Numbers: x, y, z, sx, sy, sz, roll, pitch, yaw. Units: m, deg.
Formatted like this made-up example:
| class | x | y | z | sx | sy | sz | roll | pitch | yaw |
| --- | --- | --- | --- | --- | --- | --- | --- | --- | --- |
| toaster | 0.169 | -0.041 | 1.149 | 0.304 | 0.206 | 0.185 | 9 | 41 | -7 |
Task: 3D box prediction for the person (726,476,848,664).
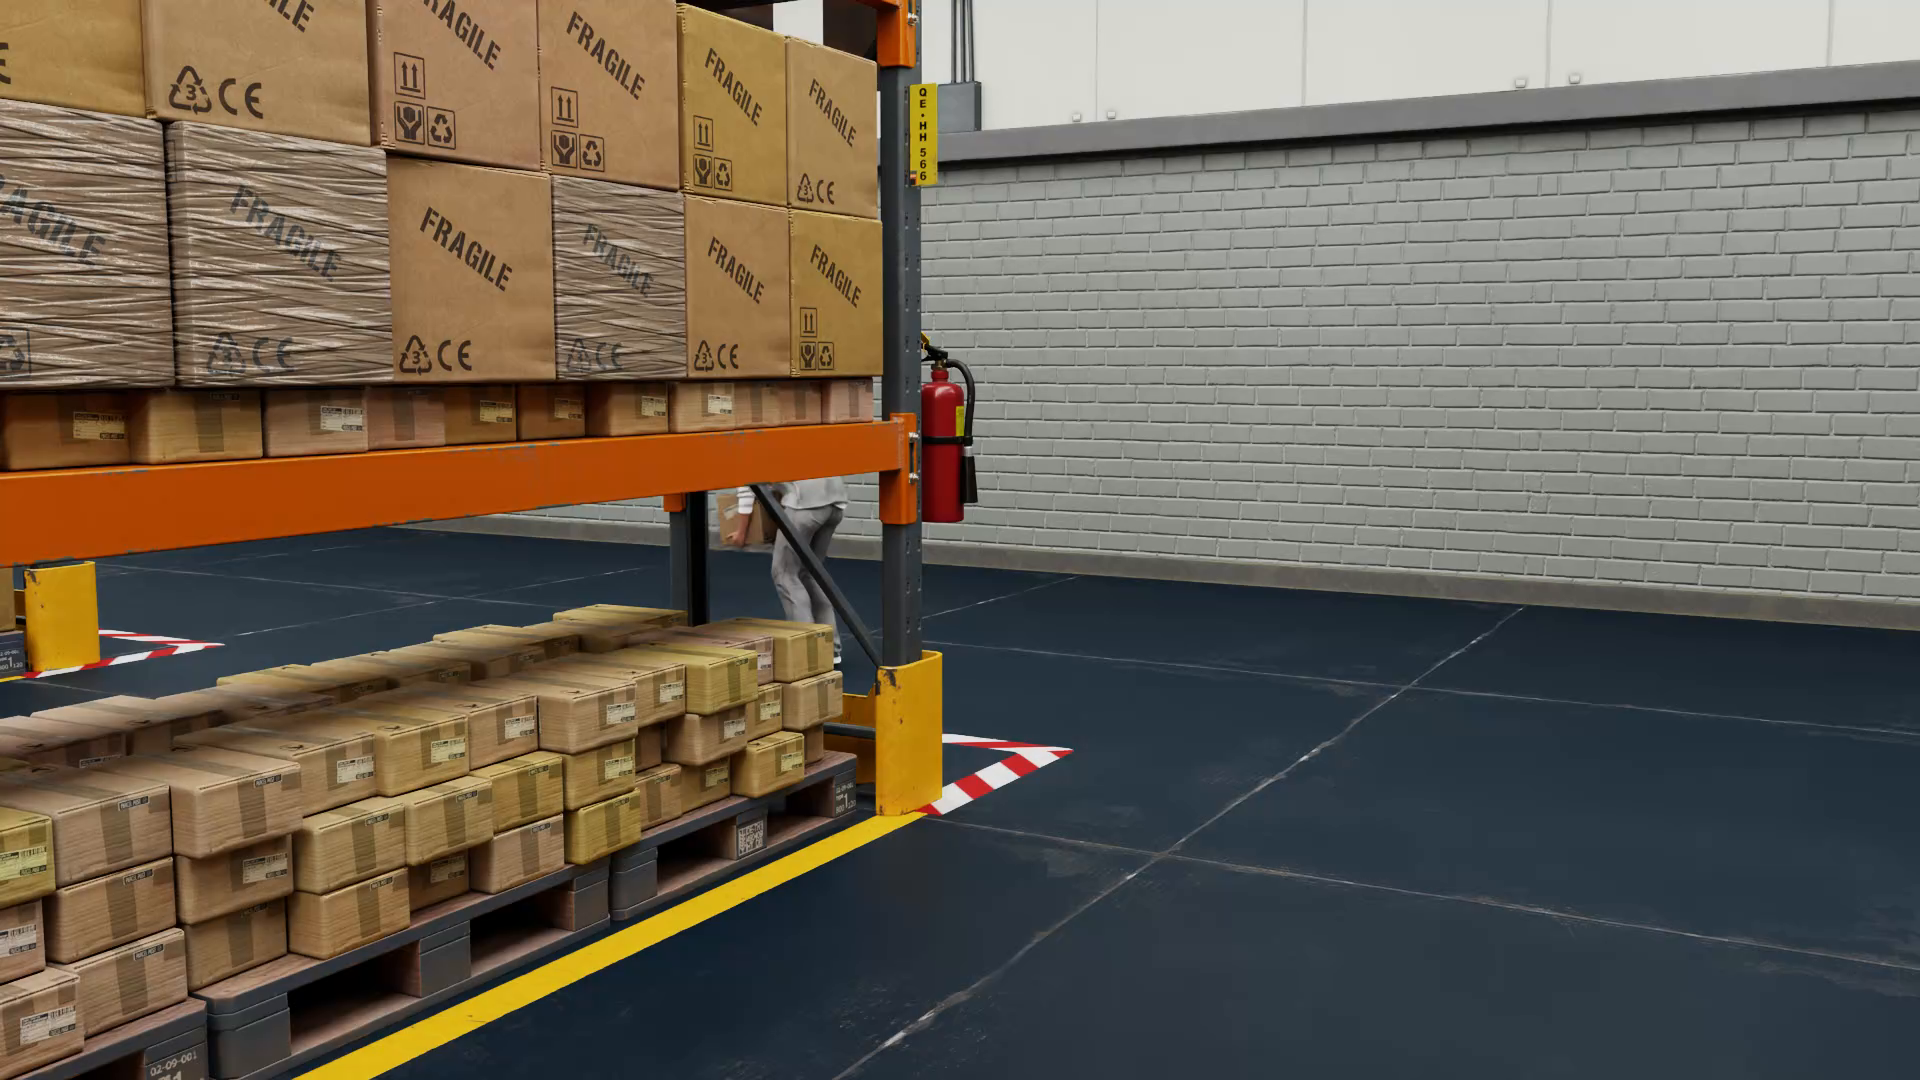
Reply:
| class | x | y | z | sx | sy | sz | roll | pitch | yaw |
| --- | --- | --- | --- | --- | --- | --- | --- | --- | --- |
| person | -0.881 | -0.075 | 8.166 | 0.690 | 1.409 | 0.375 | 3 | 7 | 27 |
